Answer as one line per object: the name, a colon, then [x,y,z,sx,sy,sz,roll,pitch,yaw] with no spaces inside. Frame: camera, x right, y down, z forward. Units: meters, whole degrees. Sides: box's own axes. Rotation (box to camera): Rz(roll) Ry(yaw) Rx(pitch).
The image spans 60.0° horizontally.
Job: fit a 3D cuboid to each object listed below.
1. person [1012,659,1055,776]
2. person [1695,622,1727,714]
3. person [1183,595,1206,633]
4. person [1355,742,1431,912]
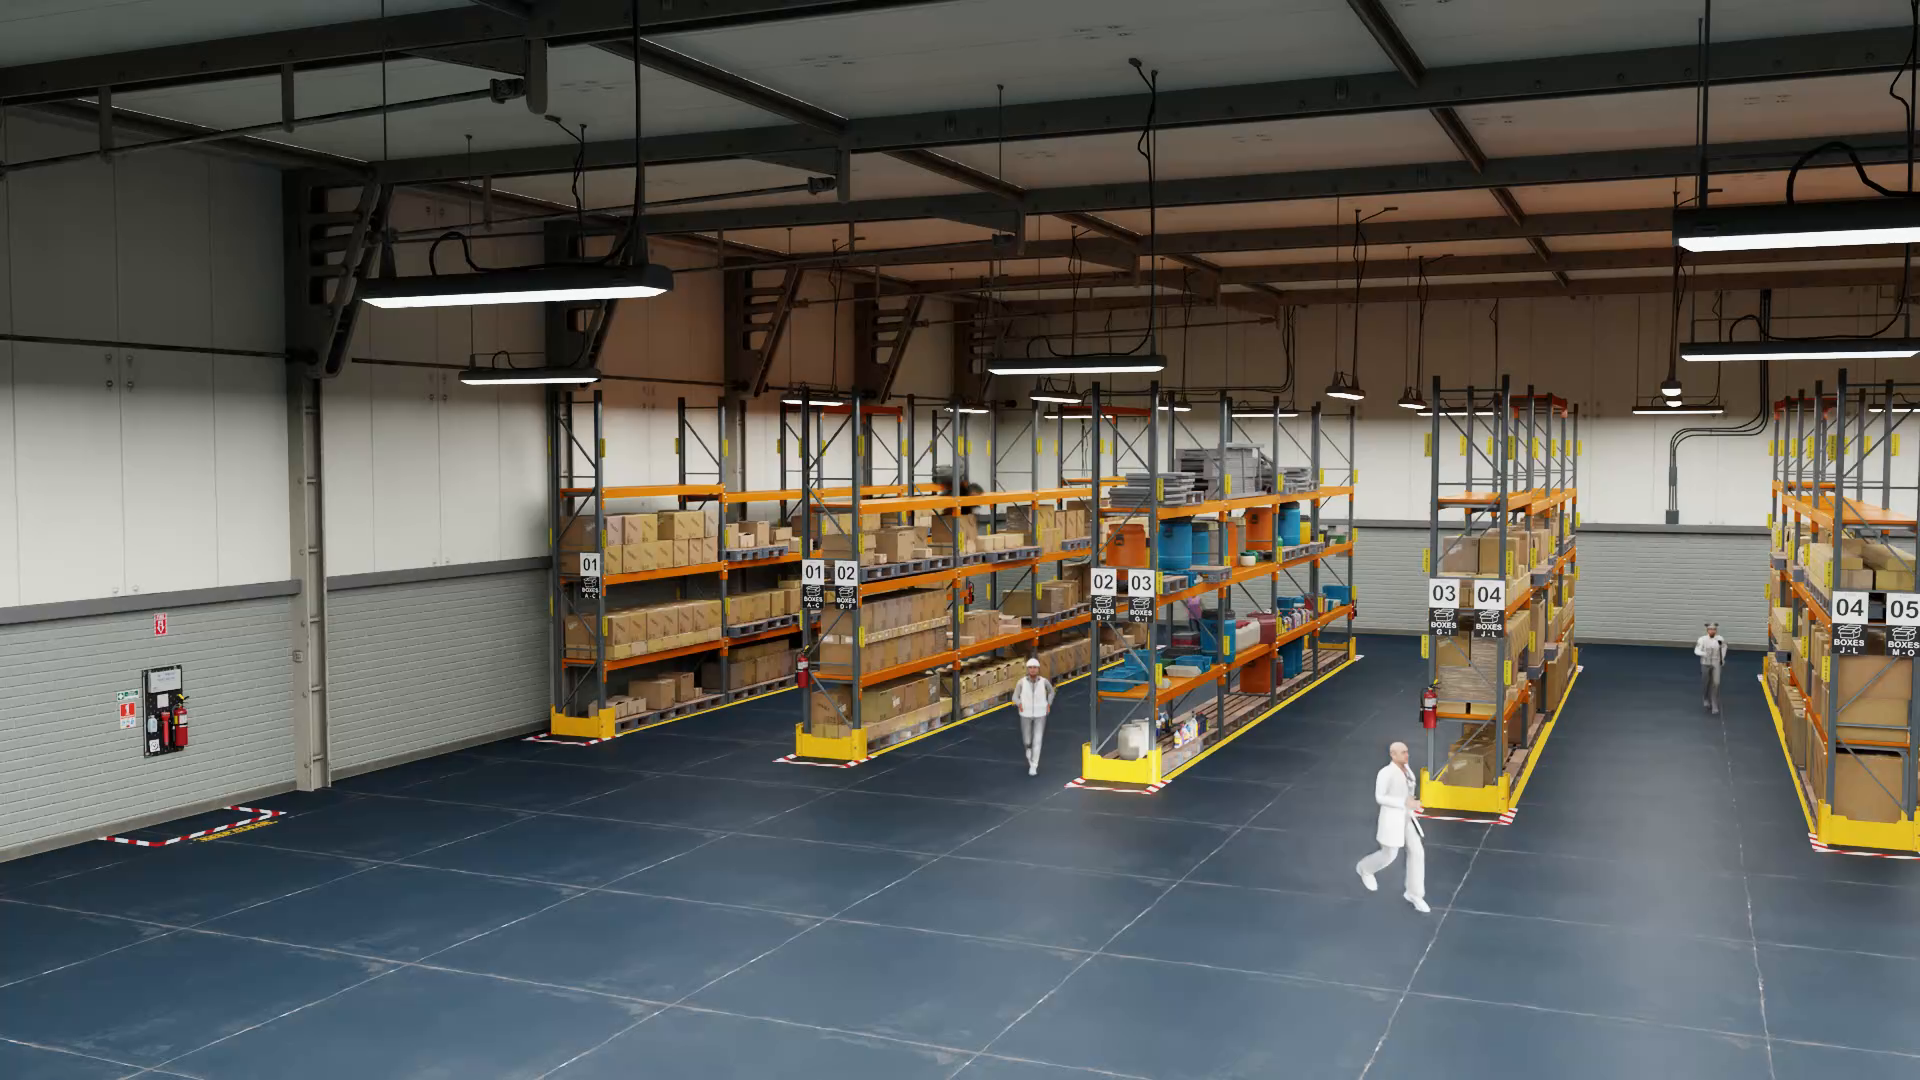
person: [1.144,2.719,25.798,0.671,1.773,0.823,0,3,3]
person: [14.296,2.403,31.673,0.562,1.719,0.857,1,3,24]
person: [5.754,1.961,40.810,0.537,1.638,0.695,0,3,3]
person: [4.762,3.122,18.288,0.742,1.835,1.009,-3,4,-39]
